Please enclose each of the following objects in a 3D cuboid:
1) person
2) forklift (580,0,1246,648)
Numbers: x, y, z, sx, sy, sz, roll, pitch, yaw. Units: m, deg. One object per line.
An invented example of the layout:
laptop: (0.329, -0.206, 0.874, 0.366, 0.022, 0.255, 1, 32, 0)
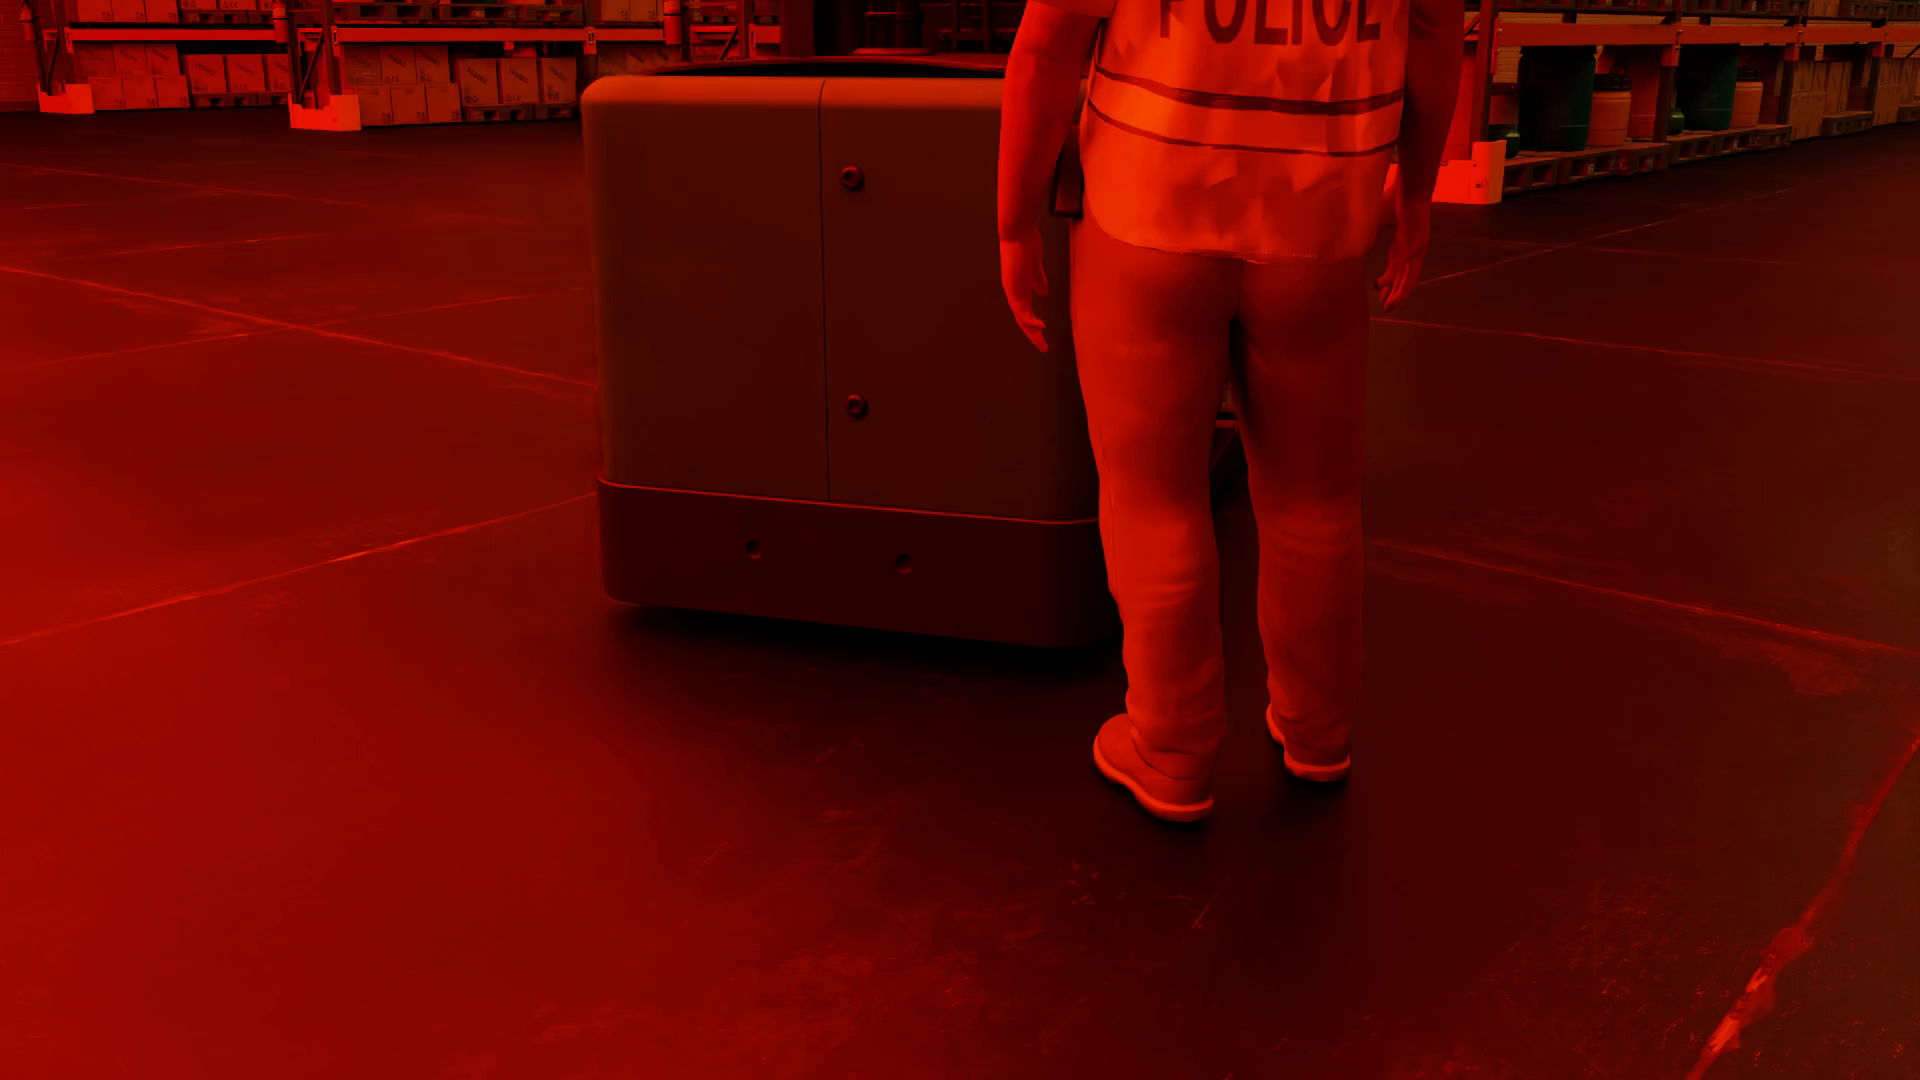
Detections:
person: (0.358, -0.462, 2.371, 0.640, 1.780, 0.575, -2, 17, -6)
forklift: (0.204, -1.592, 4.140, 1.130, 2.935, 3.031, 5, 18, 17)
